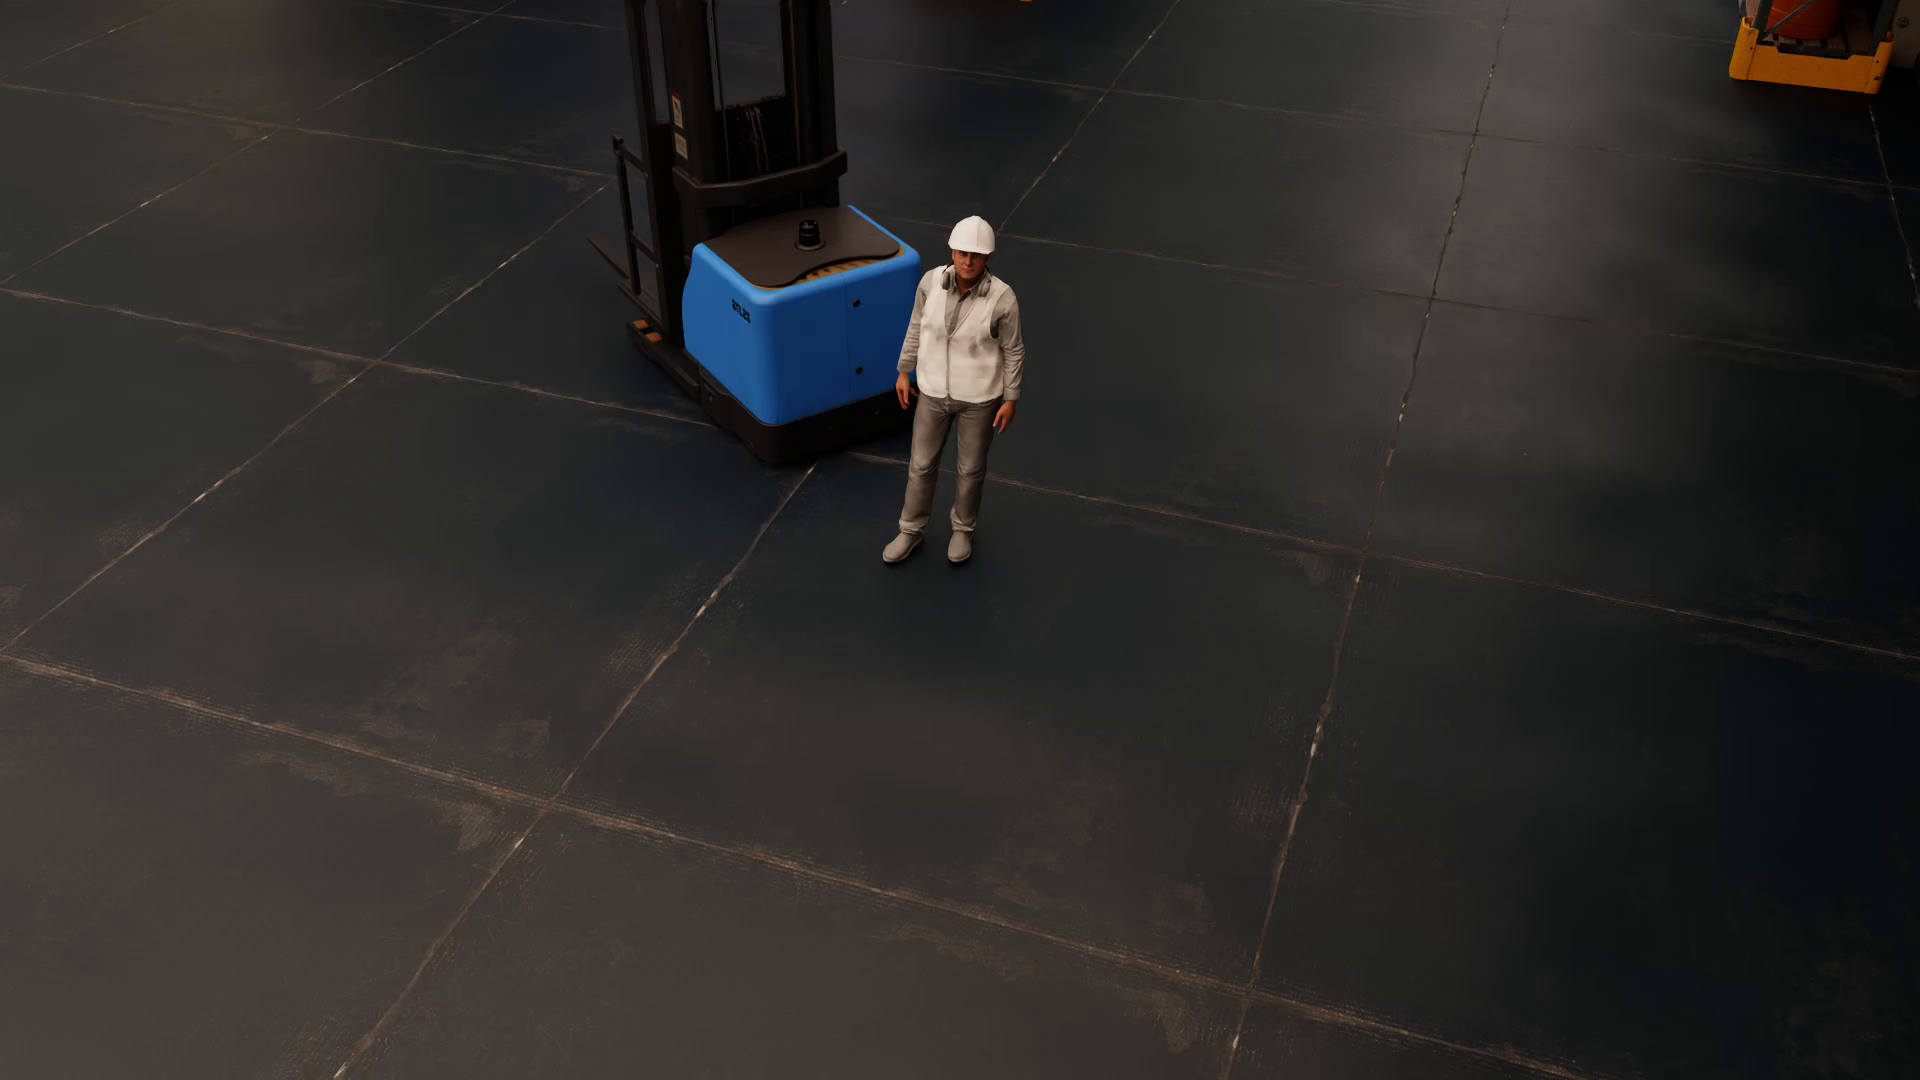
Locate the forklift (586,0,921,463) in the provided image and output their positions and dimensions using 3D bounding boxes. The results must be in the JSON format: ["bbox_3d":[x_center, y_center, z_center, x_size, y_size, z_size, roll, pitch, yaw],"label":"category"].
[{"bbox_3d":[-1.412,-2.436,9.546,1.130,2.935,3.031,-20,40,-26],"label":"forklift"}]

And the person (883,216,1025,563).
[{"bbox_3d":[-0.028,-0.697,8.082,0.633,1.774,0.568,12,37,16],"label":"person"}]
